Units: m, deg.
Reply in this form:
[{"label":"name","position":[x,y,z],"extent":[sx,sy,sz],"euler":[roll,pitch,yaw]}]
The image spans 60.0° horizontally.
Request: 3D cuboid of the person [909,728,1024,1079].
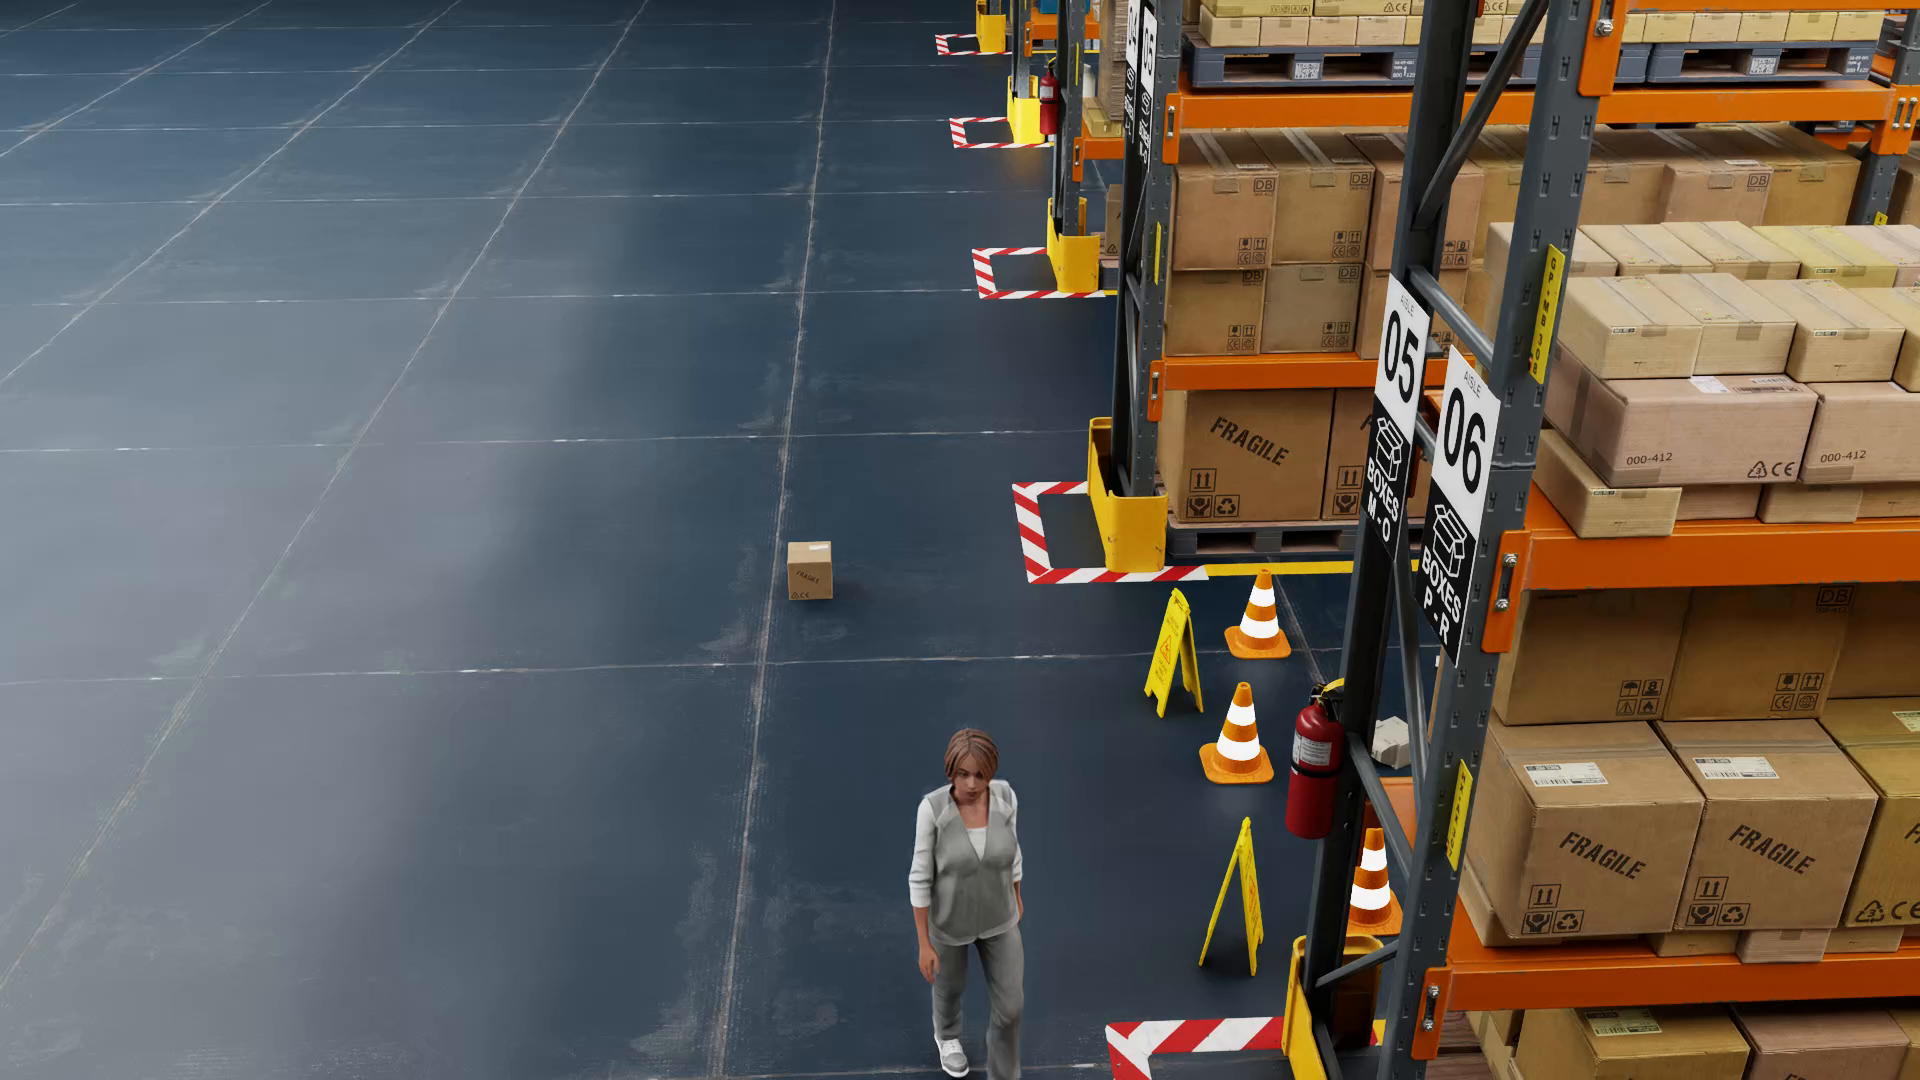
[{"label":"person","position":[0.048,1.420,5.967],"extent":[0.451,1.625,0.679],"euler":[-6,29,-11]}]
